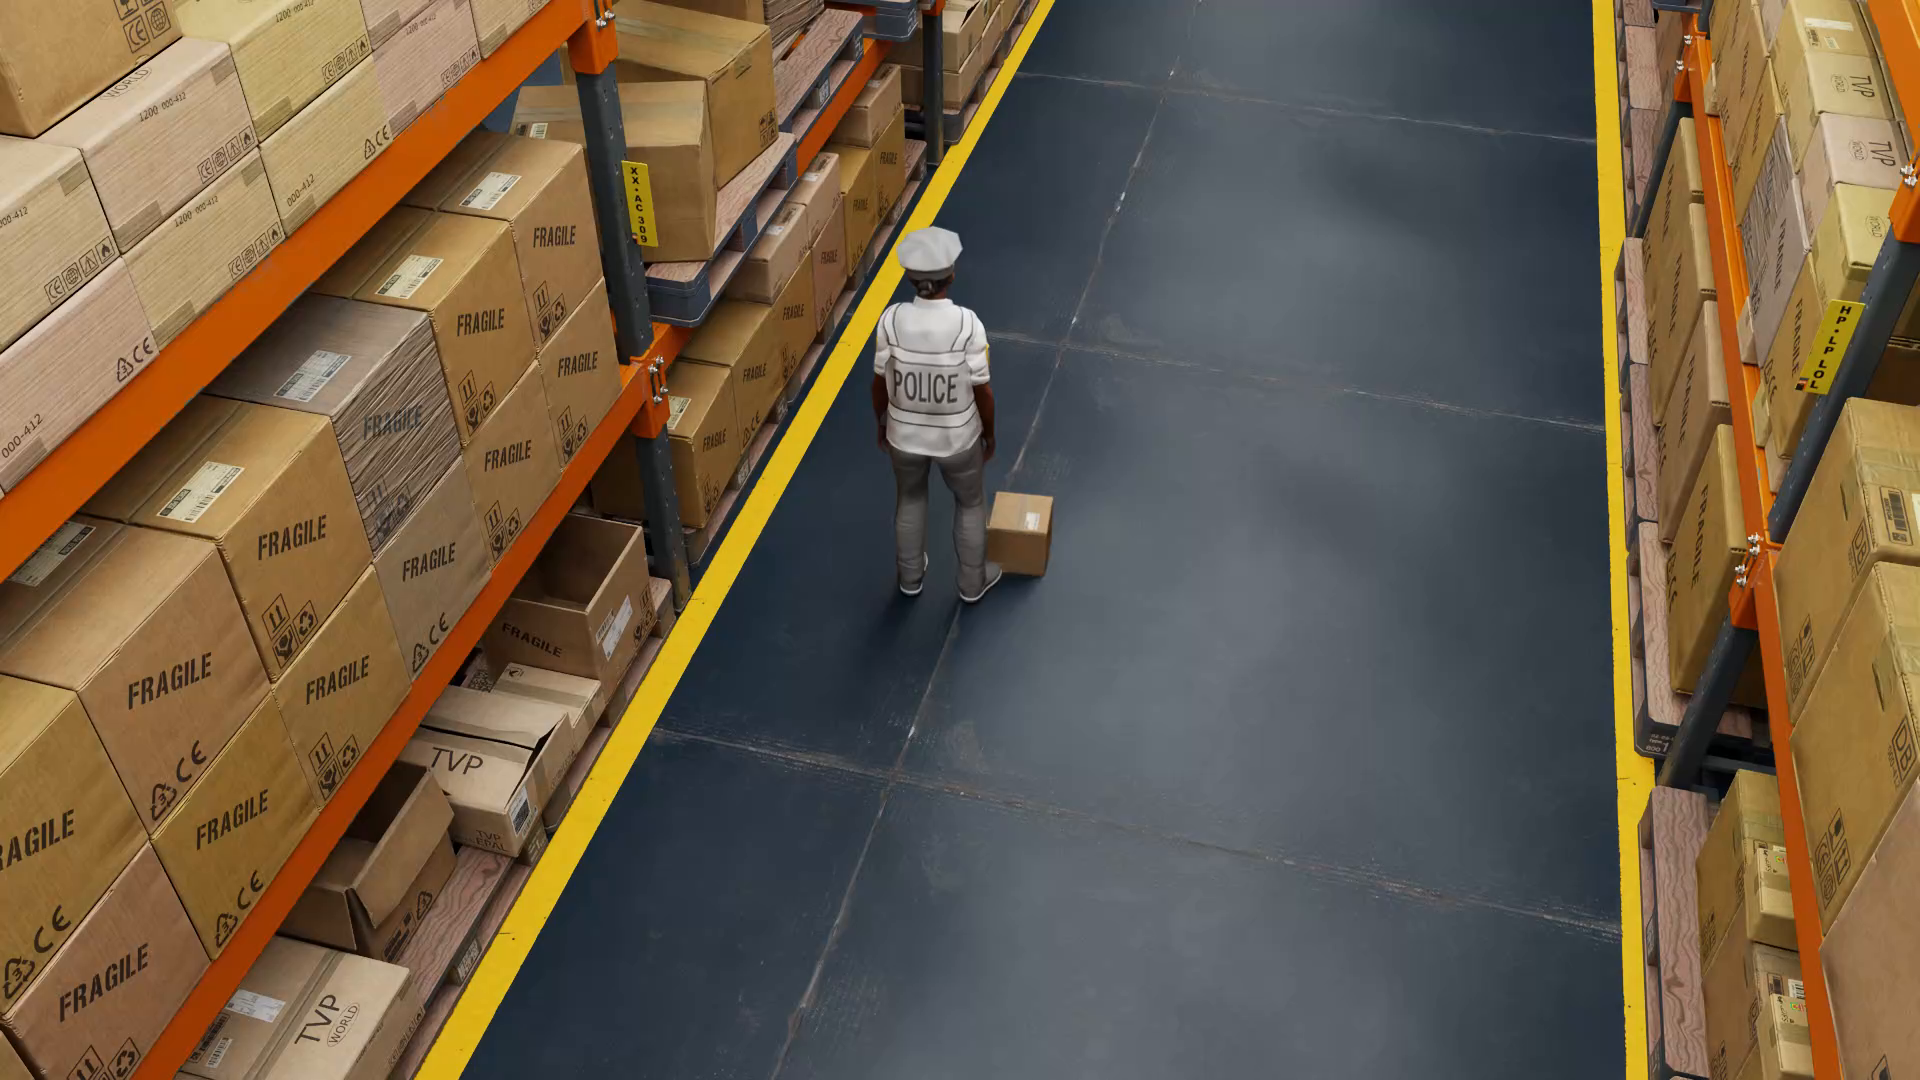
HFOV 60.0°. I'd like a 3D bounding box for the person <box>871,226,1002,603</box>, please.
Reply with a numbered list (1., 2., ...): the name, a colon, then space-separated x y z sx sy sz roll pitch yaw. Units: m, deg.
1. person: -0.088 -0.437 6.659 0.516 1.656 0.396 7 42 8
